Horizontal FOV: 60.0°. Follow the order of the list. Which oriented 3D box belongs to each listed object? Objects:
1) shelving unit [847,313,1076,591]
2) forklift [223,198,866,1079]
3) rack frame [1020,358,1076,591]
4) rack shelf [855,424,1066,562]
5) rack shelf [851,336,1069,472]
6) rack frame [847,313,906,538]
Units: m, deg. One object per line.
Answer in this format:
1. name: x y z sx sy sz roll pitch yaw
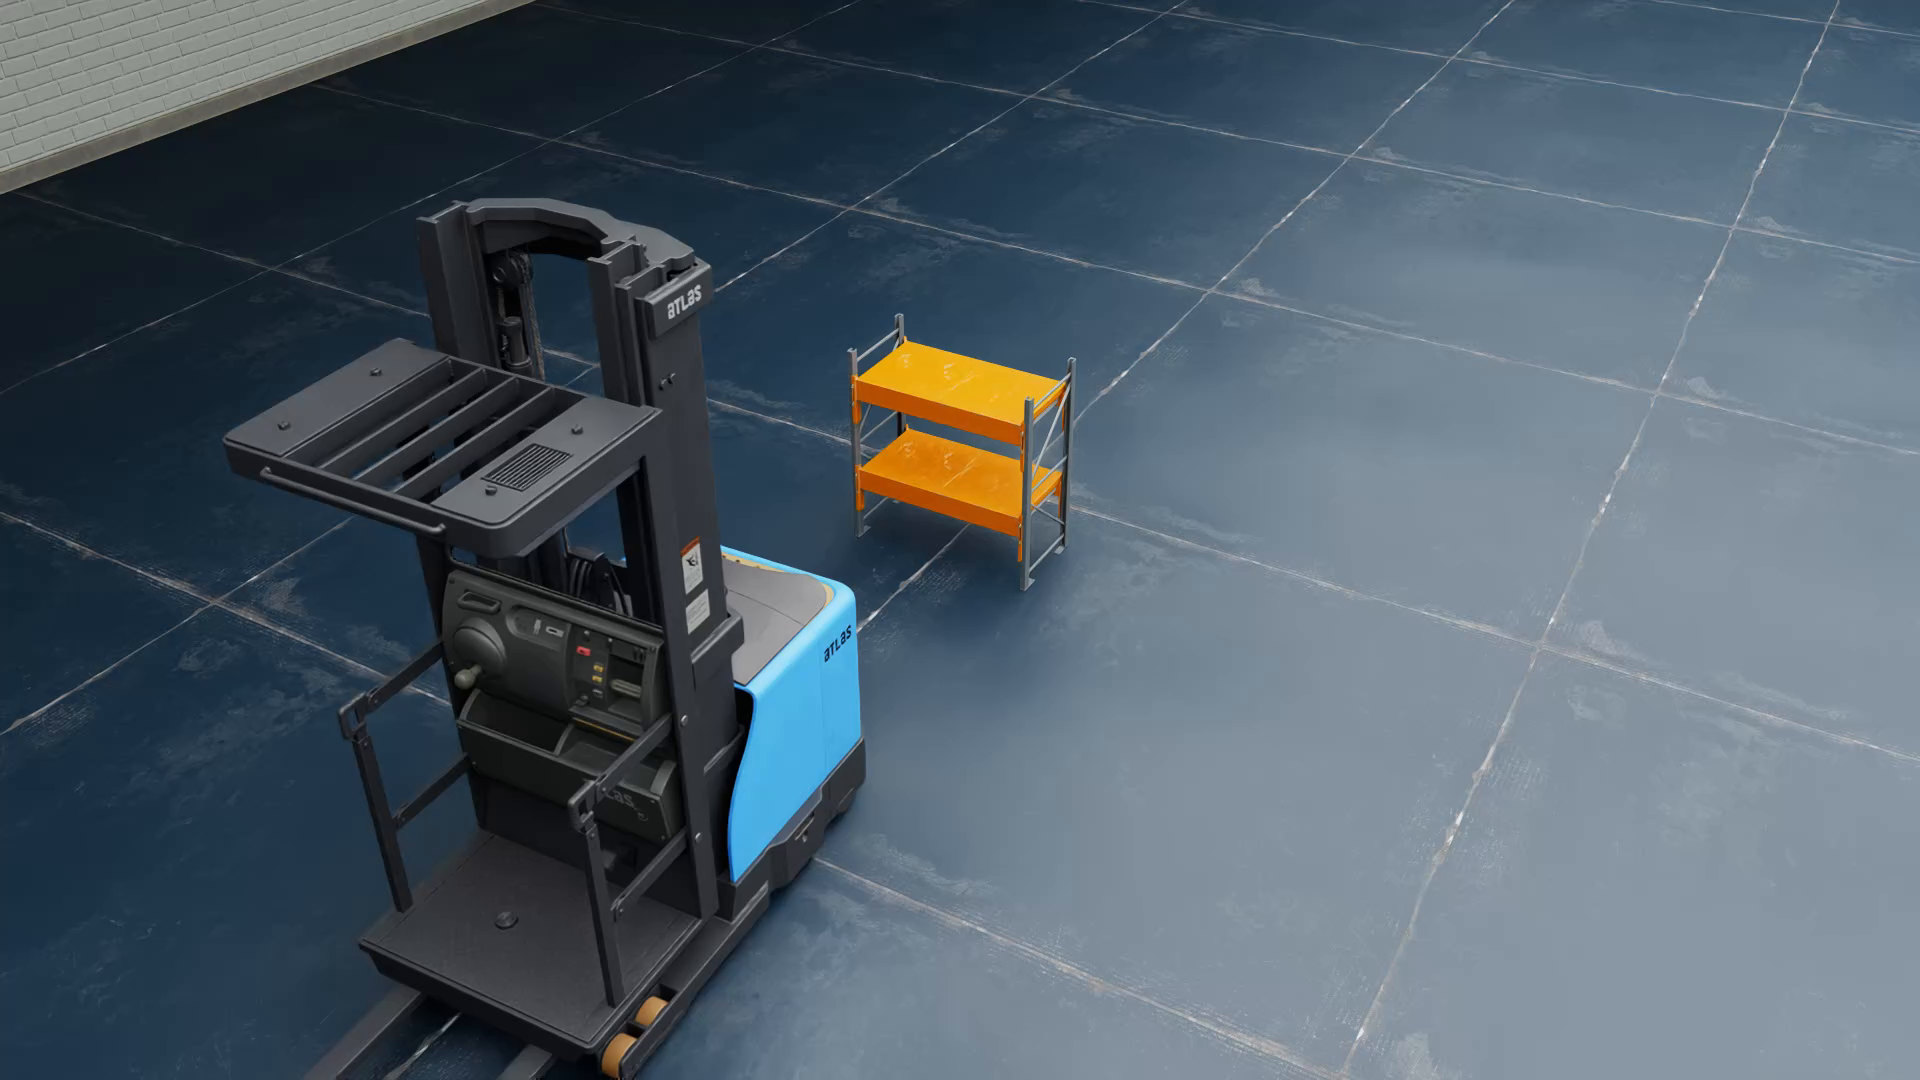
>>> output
1. shelving unit: 0.006 -0.466 8.706 1.048 1.125 0.538 18 37 24
2. forklift: -1.538 0.464 5.680 1.130 2.935 3.031 16 37 23
3. rack frame: 0.447 -0.327 8.496 0.032 1.125 0.500 18 37 24
4. rack shelf: 0.006 -0.263 8.842 1.000 0.278 0.538 18 37 24
5. rack shelf: 0.006 -0.710 8.544 1.000 0.278 0.538 18 37 24
6. rack frame: -0.435 -0.606 8.916 0.032 1.125 0.500 18 37 24
